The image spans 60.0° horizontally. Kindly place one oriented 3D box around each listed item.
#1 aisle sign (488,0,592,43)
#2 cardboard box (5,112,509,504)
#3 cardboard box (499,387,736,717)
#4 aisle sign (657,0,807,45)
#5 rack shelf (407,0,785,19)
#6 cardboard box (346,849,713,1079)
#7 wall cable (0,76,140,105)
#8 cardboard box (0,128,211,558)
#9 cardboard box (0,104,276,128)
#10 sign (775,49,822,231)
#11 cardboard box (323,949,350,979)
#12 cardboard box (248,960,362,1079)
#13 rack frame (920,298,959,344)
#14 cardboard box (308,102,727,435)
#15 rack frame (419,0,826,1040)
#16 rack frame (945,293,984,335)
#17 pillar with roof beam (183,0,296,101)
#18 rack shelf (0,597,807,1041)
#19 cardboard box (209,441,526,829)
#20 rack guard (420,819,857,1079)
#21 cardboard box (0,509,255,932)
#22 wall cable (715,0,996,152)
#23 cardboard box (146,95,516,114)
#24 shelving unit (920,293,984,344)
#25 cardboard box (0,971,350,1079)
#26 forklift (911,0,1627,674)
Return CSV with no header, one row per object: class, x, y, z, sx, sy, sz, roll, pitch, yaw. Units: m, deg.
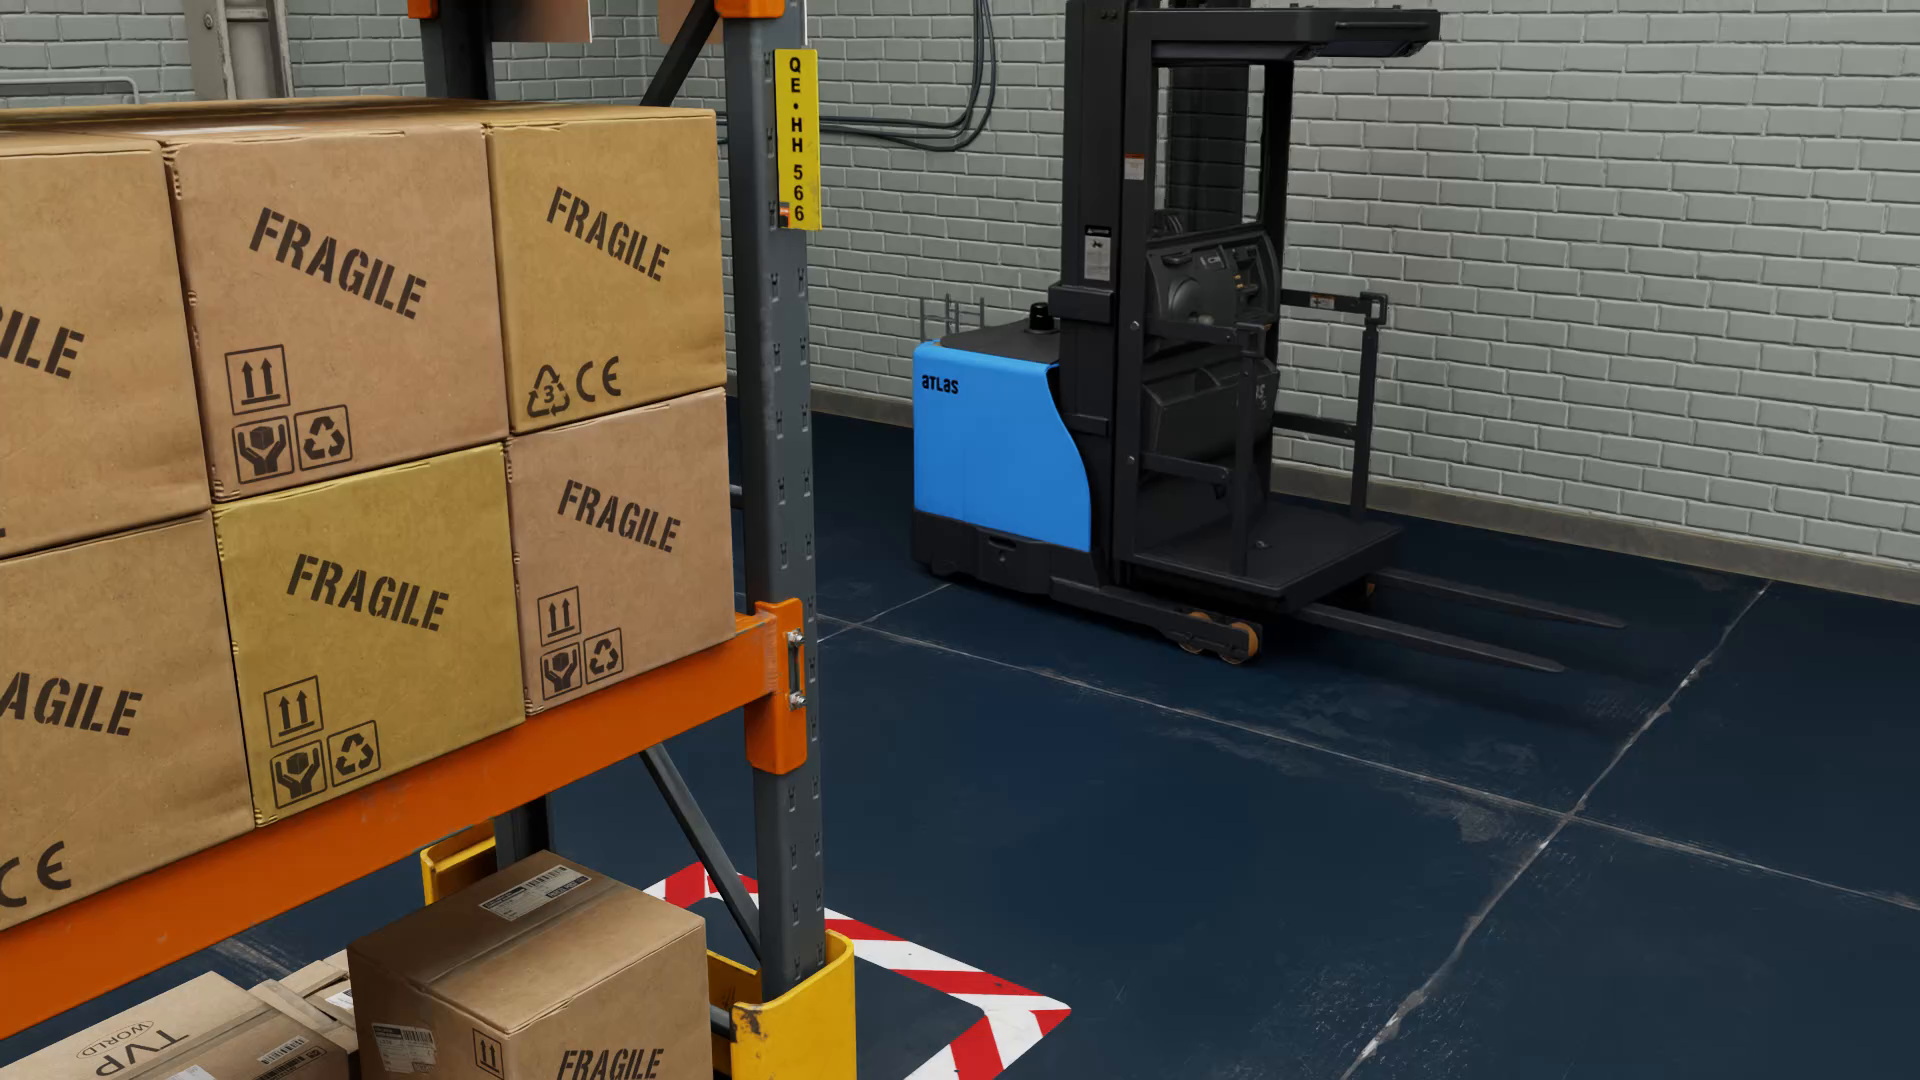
aisle sign,-0.930,-1.451,3.474,0.394,0.787,0.004,12,21,35
cardboard box,-1.079,-0.391,2.591,0.500,0.500,0.500,13,22,36
cardboard box,-0.783,-0.034,3.127,0.500,0.500,0.500,13,22,36
aisle sign,-0.448,-1.345,3.132,0.394,0.787,0.004,12,21,35
rack shelf,-1.926,-0.754,1.768,1.077,0.370,4.000,12,21,35
cardboard box,-0.860,1.016,3.388,0.500,0.500,0.500,12,21,35
wall cable,-4.712,-1.973,7.825,0.084,1.984,1.851,12,21,35
cardboard box,-1.384,-0.267,2.191,0.500,0.500,0.500,13,22,36
cardboard box,-1.516,-0.481,2.881,0.500,0.500,0.500,13,21,35
sign,-0.301,-0.742,3.090,0.100,0.325,0.005,12,21,35
cardboard box,-1.260,1.049,3.872,0.380,0.149,0.250,12,21,35
cardboard box,-1.409,1.101,3.677,0.380,0.166,0.250,12,21,35
rack frame,-0.095,-0.556,8.010,0.240,1.200,0.006,14,22,38
cardboard box,-0.779,-0.512,2.979,0.500,0.500,0.500,12,21,34
rack frame,-0.734,-0.141,3.640,1.000,3.000,0.127,12,21,35
rack frame,0.024,-0.598,8.143,0.240,1.200,0.006,14,22,38
pillar with roof beam,-0.343,-3.916,5.679,9.100,9.000,0.400,12,21,35
rack shelf,-1.926,0.679,2.213,1.077,0.370,4.000,12,21,35
cardboard box,-1.089,0.090,2.727,0.500,0.500,0.500,13,21,35
rack guard,-0.780,1.071,3.952,1.175,0.500,0.348,12,21,35
cardboard box,-1.391,0.208,2.347,0.500,0.500,0.500,13,21,35
wall cable,-1.058,-3.681,10.161,3.097,2.526,0.112,12,21,35
cardboard box,-1.210,-0.607,3.286,0.500,0.500,0.500,13,22,36
shelving unit,-0.036,-0.577,8.077,0.258,1.200,0.189,14,22,38
cardboard box,-1.584,1.161,3.343,0.500,0.250,0.500,12,21,35
forklift,1.220,-1.079,6.777,3.031,2.935,1.130,14,22,38
